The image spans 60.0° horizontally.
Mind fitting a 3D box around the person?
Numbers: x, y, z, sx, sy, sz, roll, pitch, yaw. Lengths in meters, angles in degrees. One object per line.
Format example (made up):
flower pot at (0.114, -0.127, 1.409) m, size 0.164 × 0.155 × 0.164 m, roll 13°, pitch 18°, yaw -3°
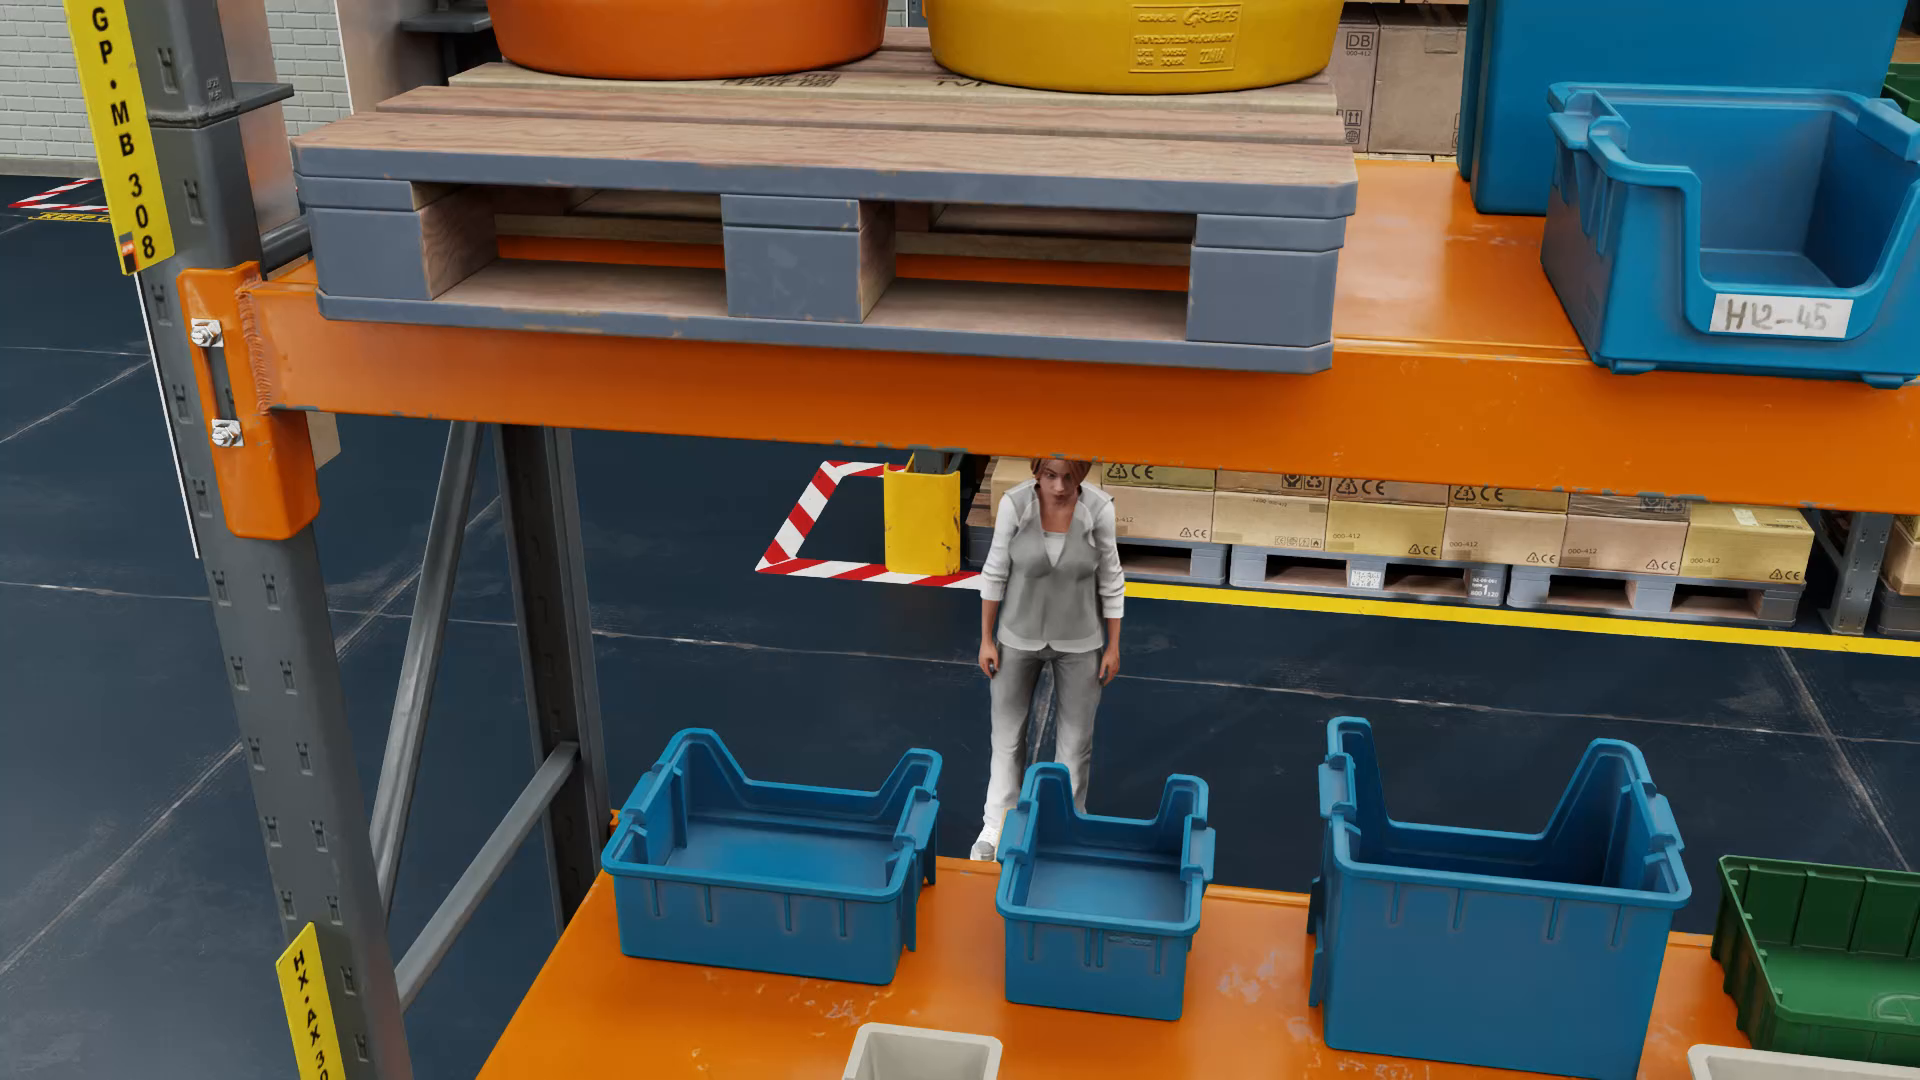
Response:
person at (0.286, 0.347, 5.388) m, size 0.483 × 1.592 × 0.347 m, roll 3°, pitch 25°, yaw 5°
